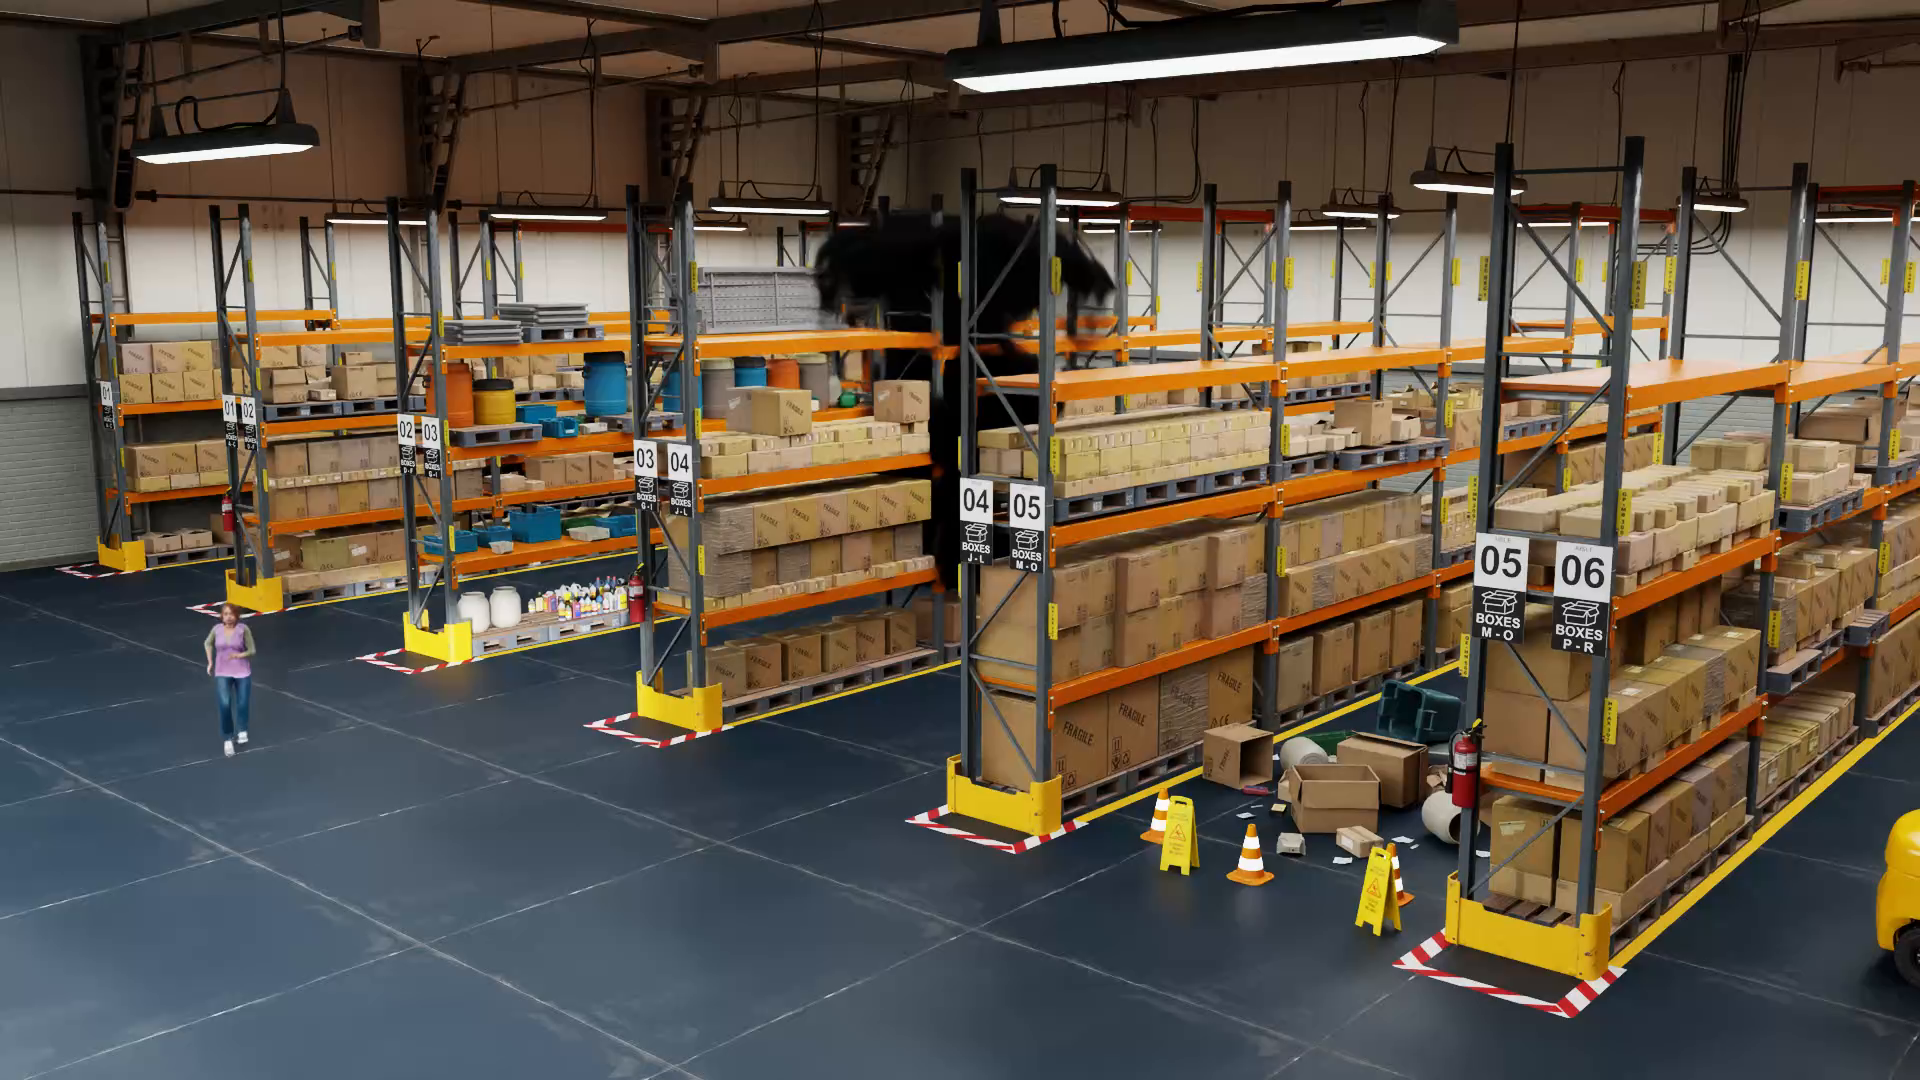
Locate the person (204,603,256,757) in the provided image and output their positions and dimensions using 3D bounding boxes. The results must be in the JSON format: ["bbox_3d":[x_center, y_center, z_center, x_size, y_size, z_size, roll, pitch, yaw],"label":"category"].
[{"bbox_3d":[-7.723,1.470,17.646,0.503,1.627,0.694,-4,10,-22],"label":"person"}]
